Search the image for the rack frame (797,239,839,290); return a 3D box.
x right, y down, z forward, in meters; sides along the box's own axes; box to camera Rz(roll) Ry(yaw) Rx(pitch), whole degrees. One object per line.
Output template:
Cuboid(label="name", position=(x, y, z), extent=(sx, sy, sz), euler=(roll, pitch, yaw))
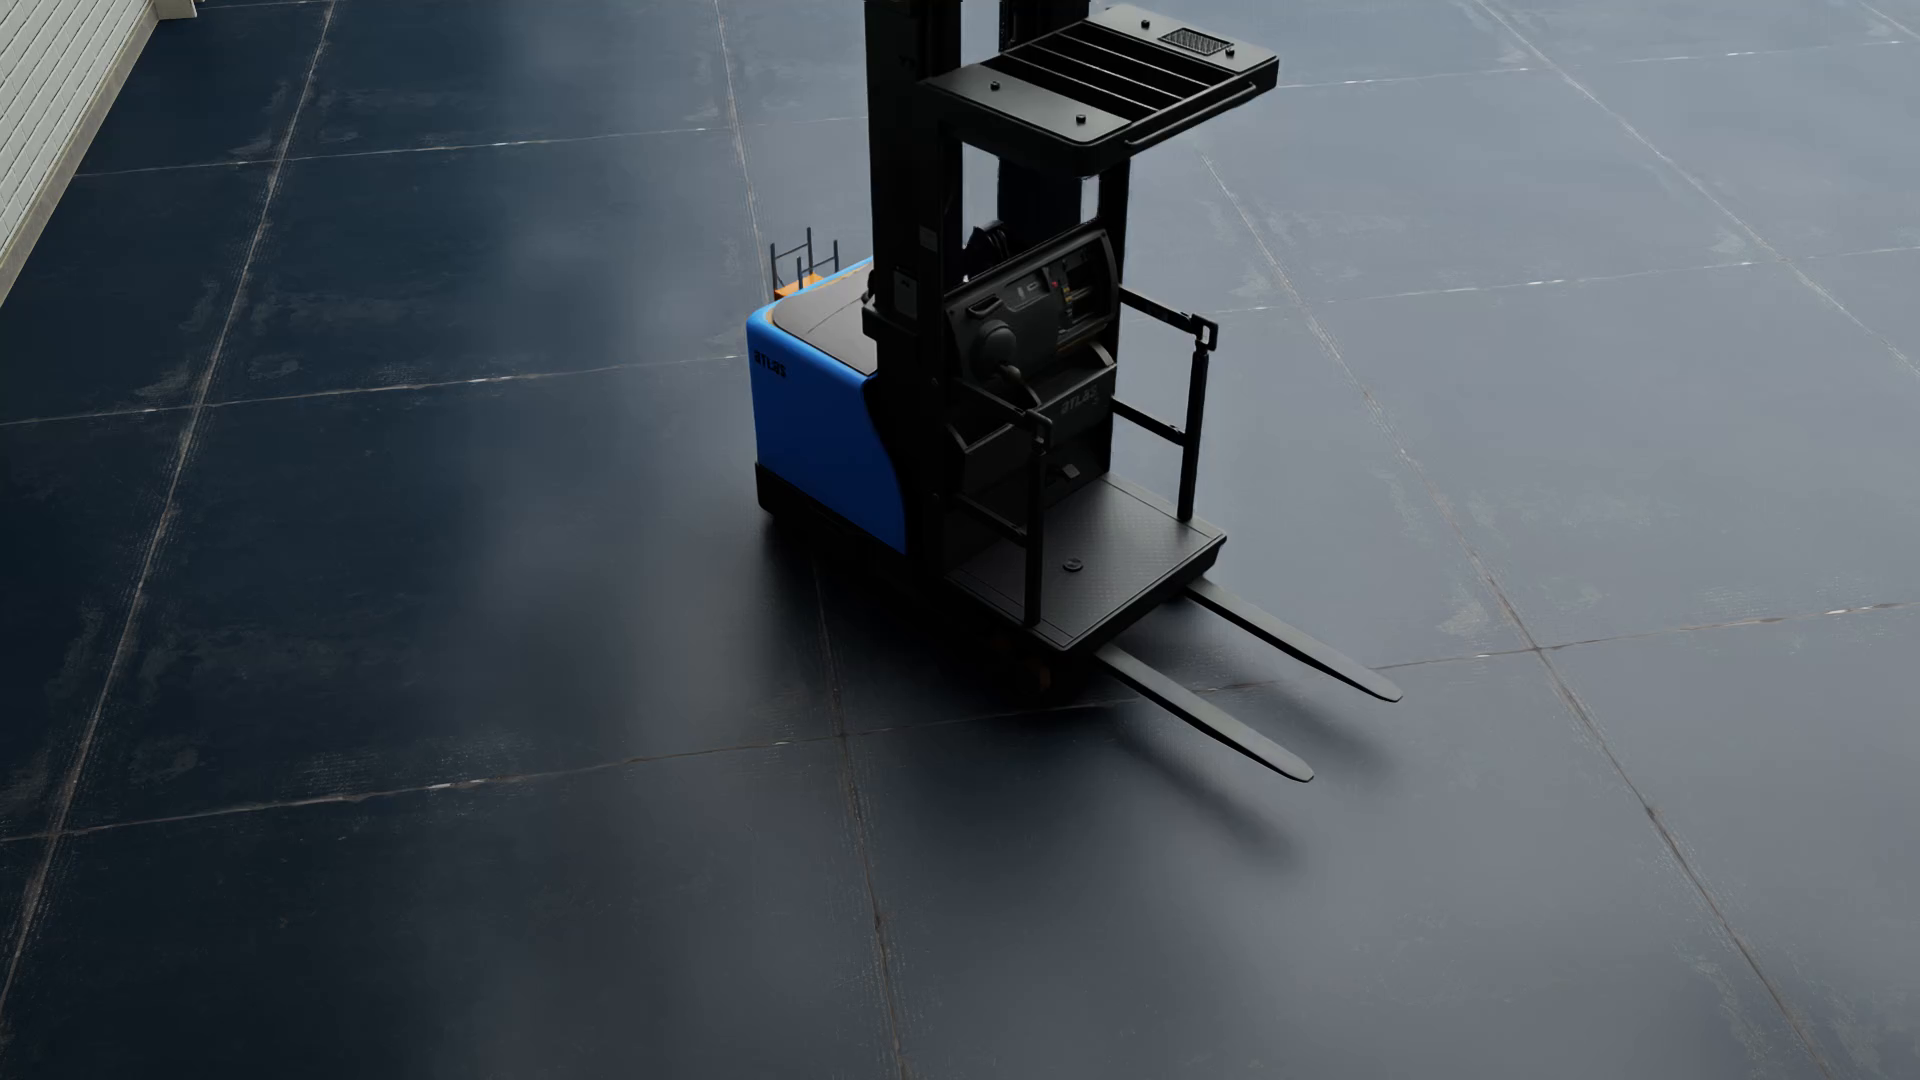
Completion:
Cuboid(label="rack frame", position=(-0.643, -0.838, 7.850), extent=(0.006, 1.200, 0.240), euler=(31, 47, 34))

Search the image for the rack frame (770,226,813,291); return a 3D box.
Cuboid(label="rack frame", position=(-0.773, -0.916, 7.951), extent=(0.006, 1.200, 0.240), euler=(31, 47, 34))

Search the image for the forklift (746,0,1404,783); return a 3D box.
Cuboid(label="forklift", position=(0.448, -0.871, 6.482), extent=(3.031, 2.935, 1.130), euler=(31, 47, 34))

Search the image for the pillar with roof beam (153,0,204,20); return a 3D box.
Cuboid(label="pillar with roof beam", position=(-1.931, -8.212, 10.985), extent=(9.100, 9.000, 0.400), euler=(-6, 38, -8))

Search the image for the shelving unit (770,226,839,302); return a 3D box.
Cuboid(label="shelving unit", position=(-0.708, -0.877, 7.901), extent=(0.189, 1.200, 0.258), euler=(31, 47, 34))

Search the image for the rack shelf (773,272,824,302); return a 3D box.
Cuboid(label="rack shelf", position=(-0.708, -1.126, 7.707), extent=(0.180, 0.103, 0.258), euler=(31, 47, 34))
